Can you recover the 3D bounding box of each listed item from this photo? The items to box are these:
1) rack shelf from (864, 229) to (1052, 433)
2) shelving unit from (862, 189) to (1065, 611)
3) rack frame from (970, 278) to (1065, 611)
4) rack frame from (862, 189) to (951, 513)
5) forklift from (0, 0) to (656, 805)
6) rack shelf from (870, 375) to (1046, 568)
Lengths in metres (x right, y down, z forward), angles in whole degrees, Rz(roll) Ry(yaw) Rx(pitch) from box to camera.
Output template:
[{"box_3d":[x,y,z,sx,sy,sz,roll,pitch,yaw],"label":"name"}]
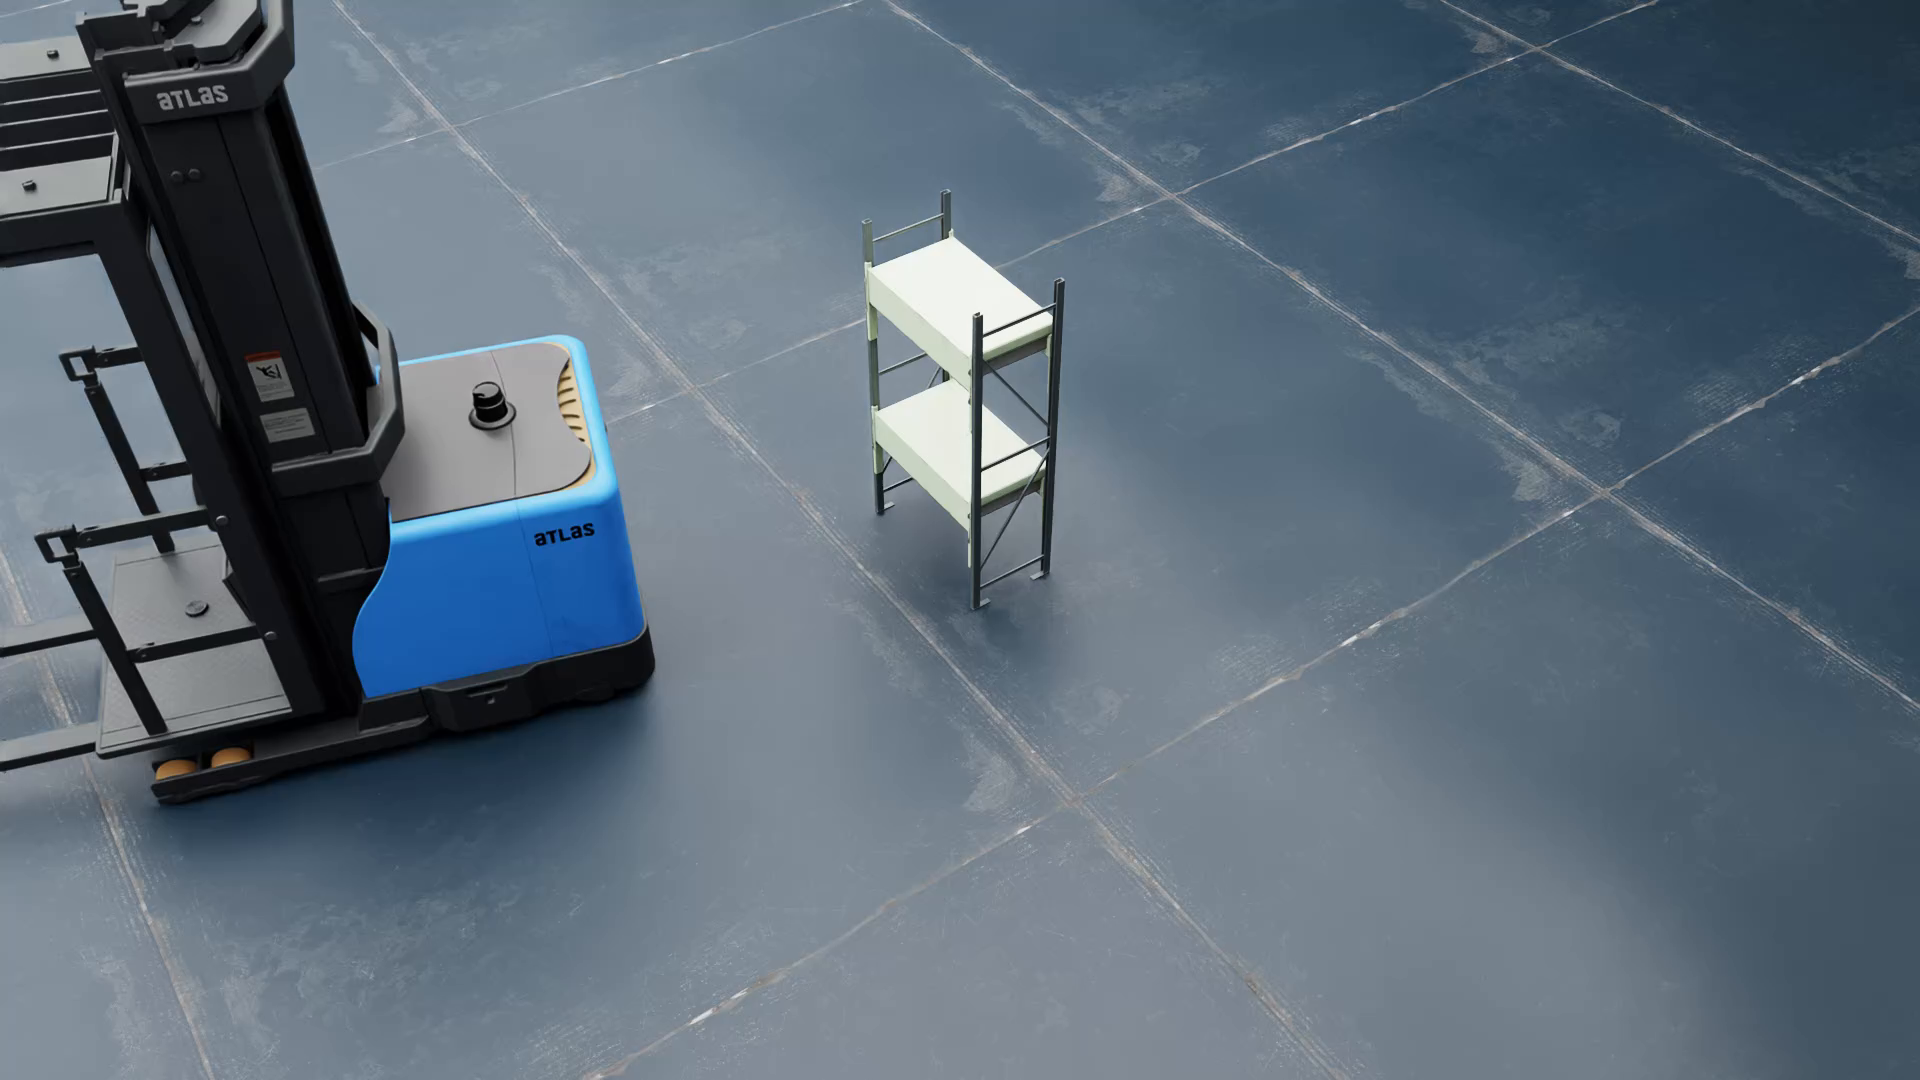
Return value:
[{"box_3d":[0.004,-0.821,6.450,0.431,0.370,0.720,-26,49,-24],"label":"rack shelf"},{"box_3d":[0.004,-0.539,6.719,0.431,1.500,0.755,-26,49,-24],"label":"shelving unit"},{"box_3d":[0.213,-0.331,6.502,0.400,1.500,0.023,-26,49,-24],"label":"rack frame"},{"box_3d":[-0.206,-0.746,6.936,0.400,1.500,0.023,-26,49,-24],"label":"rack frame"},{"box_3d":[-2.786,-0.491,5.633,3.031,2.935,1.130,-12,45,-12],"label":"forklift"},{"box_3d":[0.004,-0.303,6.944,0.431,0.370,0.720,-26,49,-24],"label":"rack shelf"}]
